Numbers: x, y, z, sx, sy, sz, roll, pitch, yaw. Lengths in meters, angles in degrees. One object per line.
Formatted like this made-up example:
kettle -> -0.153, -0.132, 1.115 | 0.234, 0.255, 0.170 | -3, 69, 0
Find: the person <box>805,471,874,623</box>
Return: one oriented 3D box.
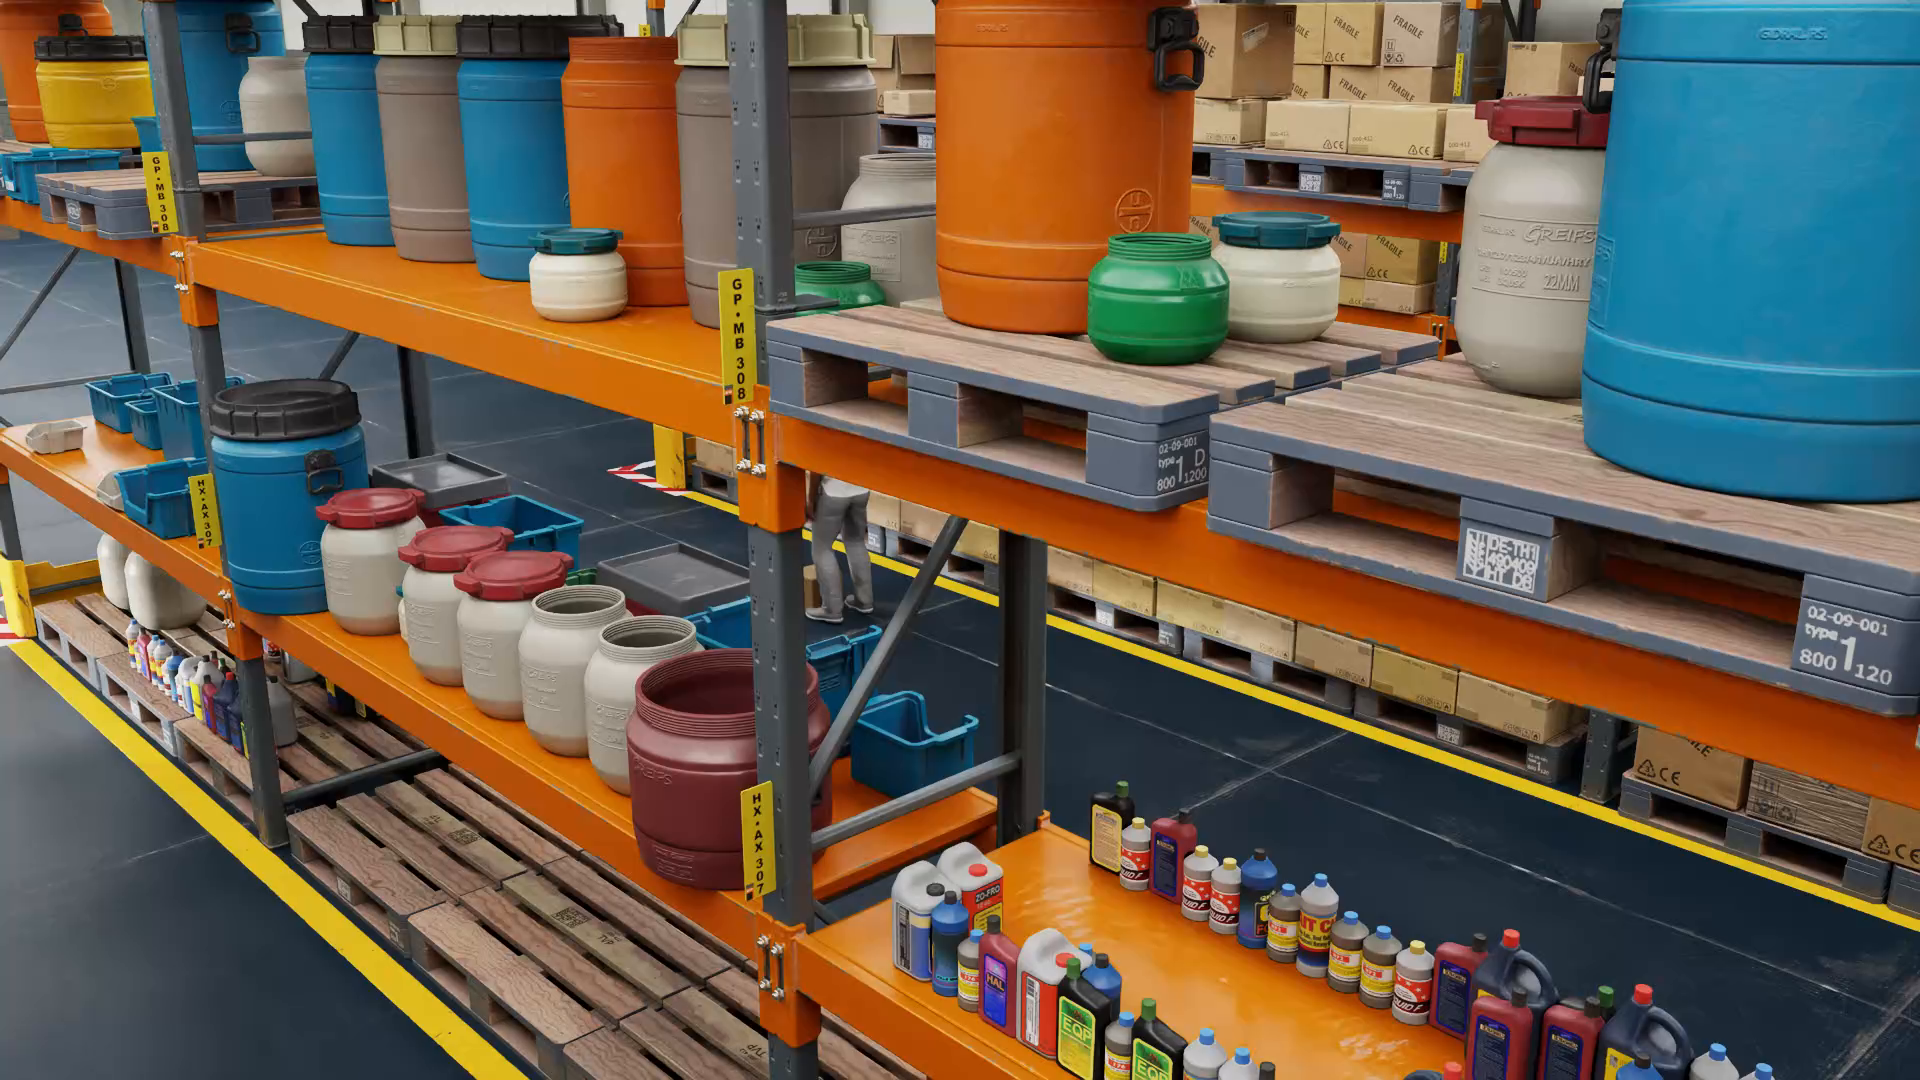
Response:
person -> -0.767, -0.299, 10.506 | 0.397, 1.656, 0.518 | 16, 24, 41
